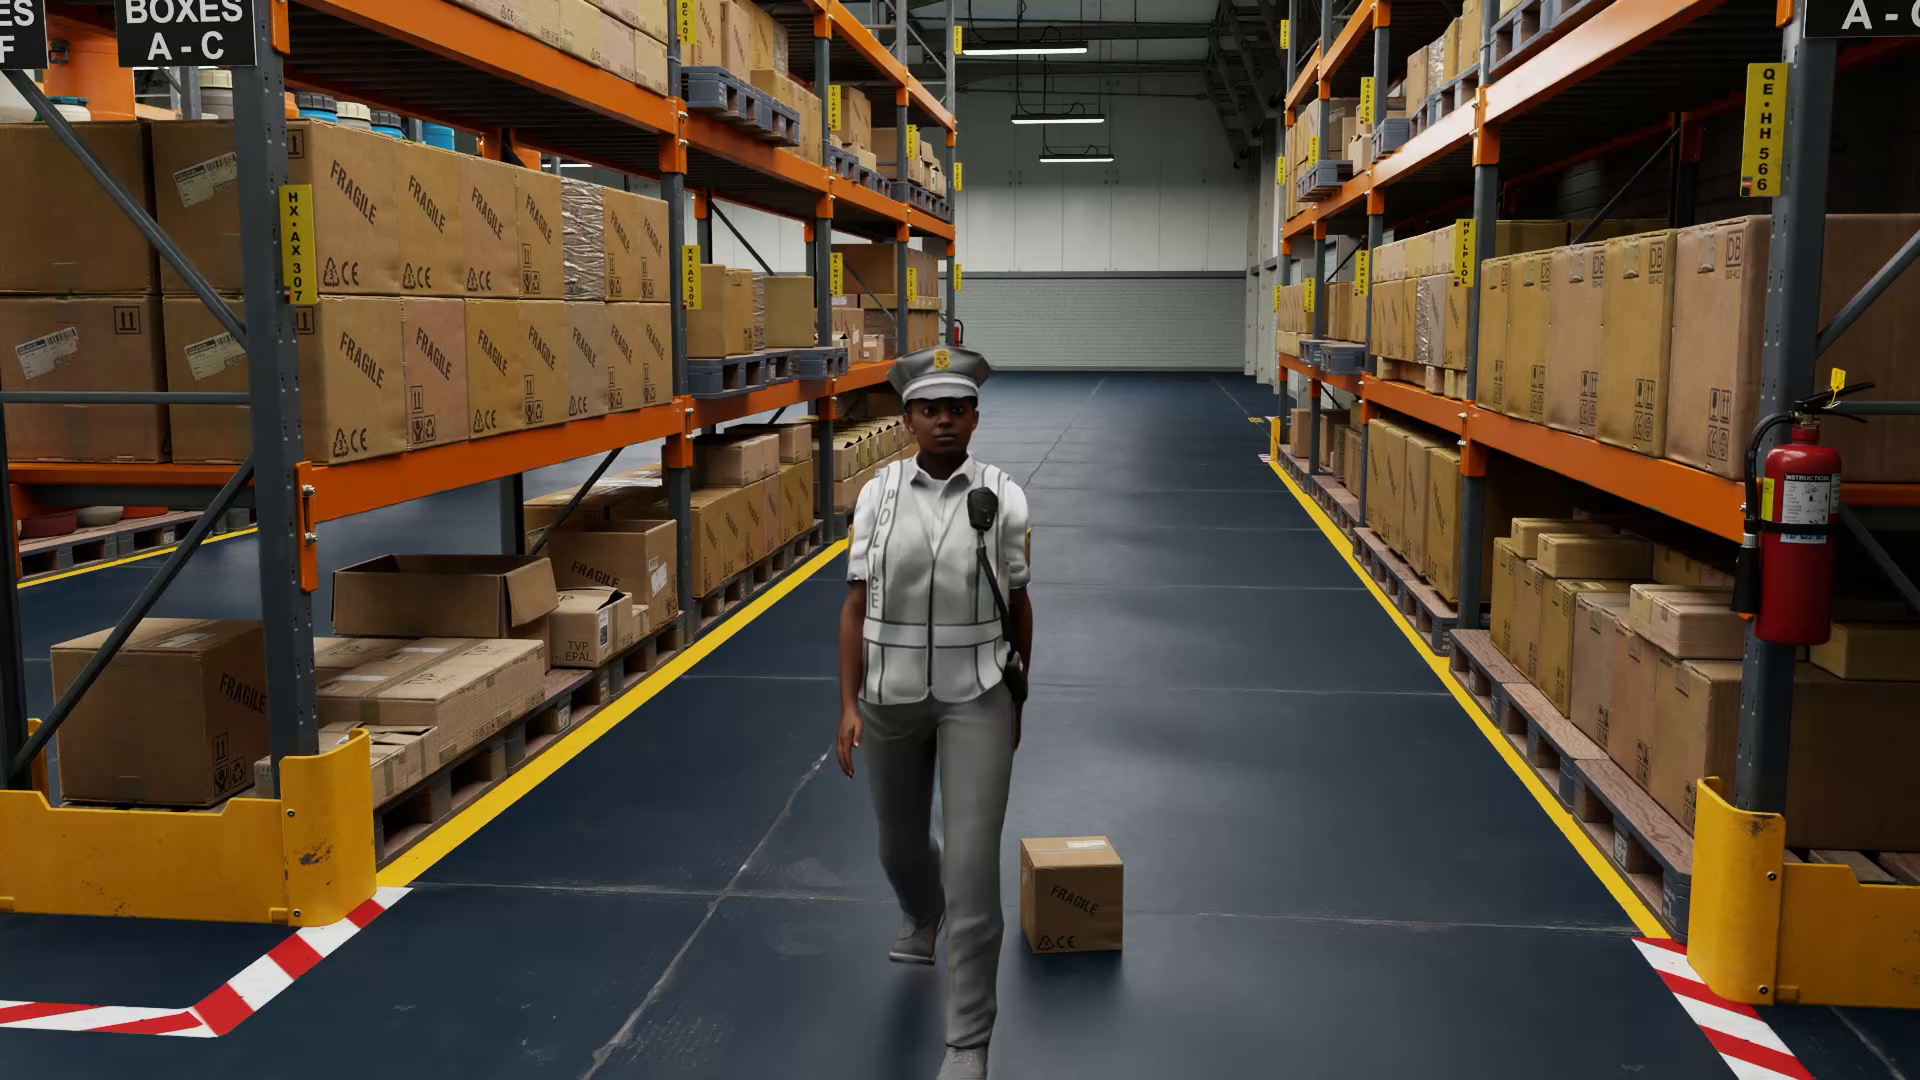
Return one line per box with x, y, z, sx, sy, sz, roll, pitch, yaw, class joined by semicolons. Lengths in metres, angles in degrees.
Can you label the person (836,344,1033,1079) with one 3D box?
-0.057;0.366;3.932;0.444;1.647;0.951;1;8;7;person
